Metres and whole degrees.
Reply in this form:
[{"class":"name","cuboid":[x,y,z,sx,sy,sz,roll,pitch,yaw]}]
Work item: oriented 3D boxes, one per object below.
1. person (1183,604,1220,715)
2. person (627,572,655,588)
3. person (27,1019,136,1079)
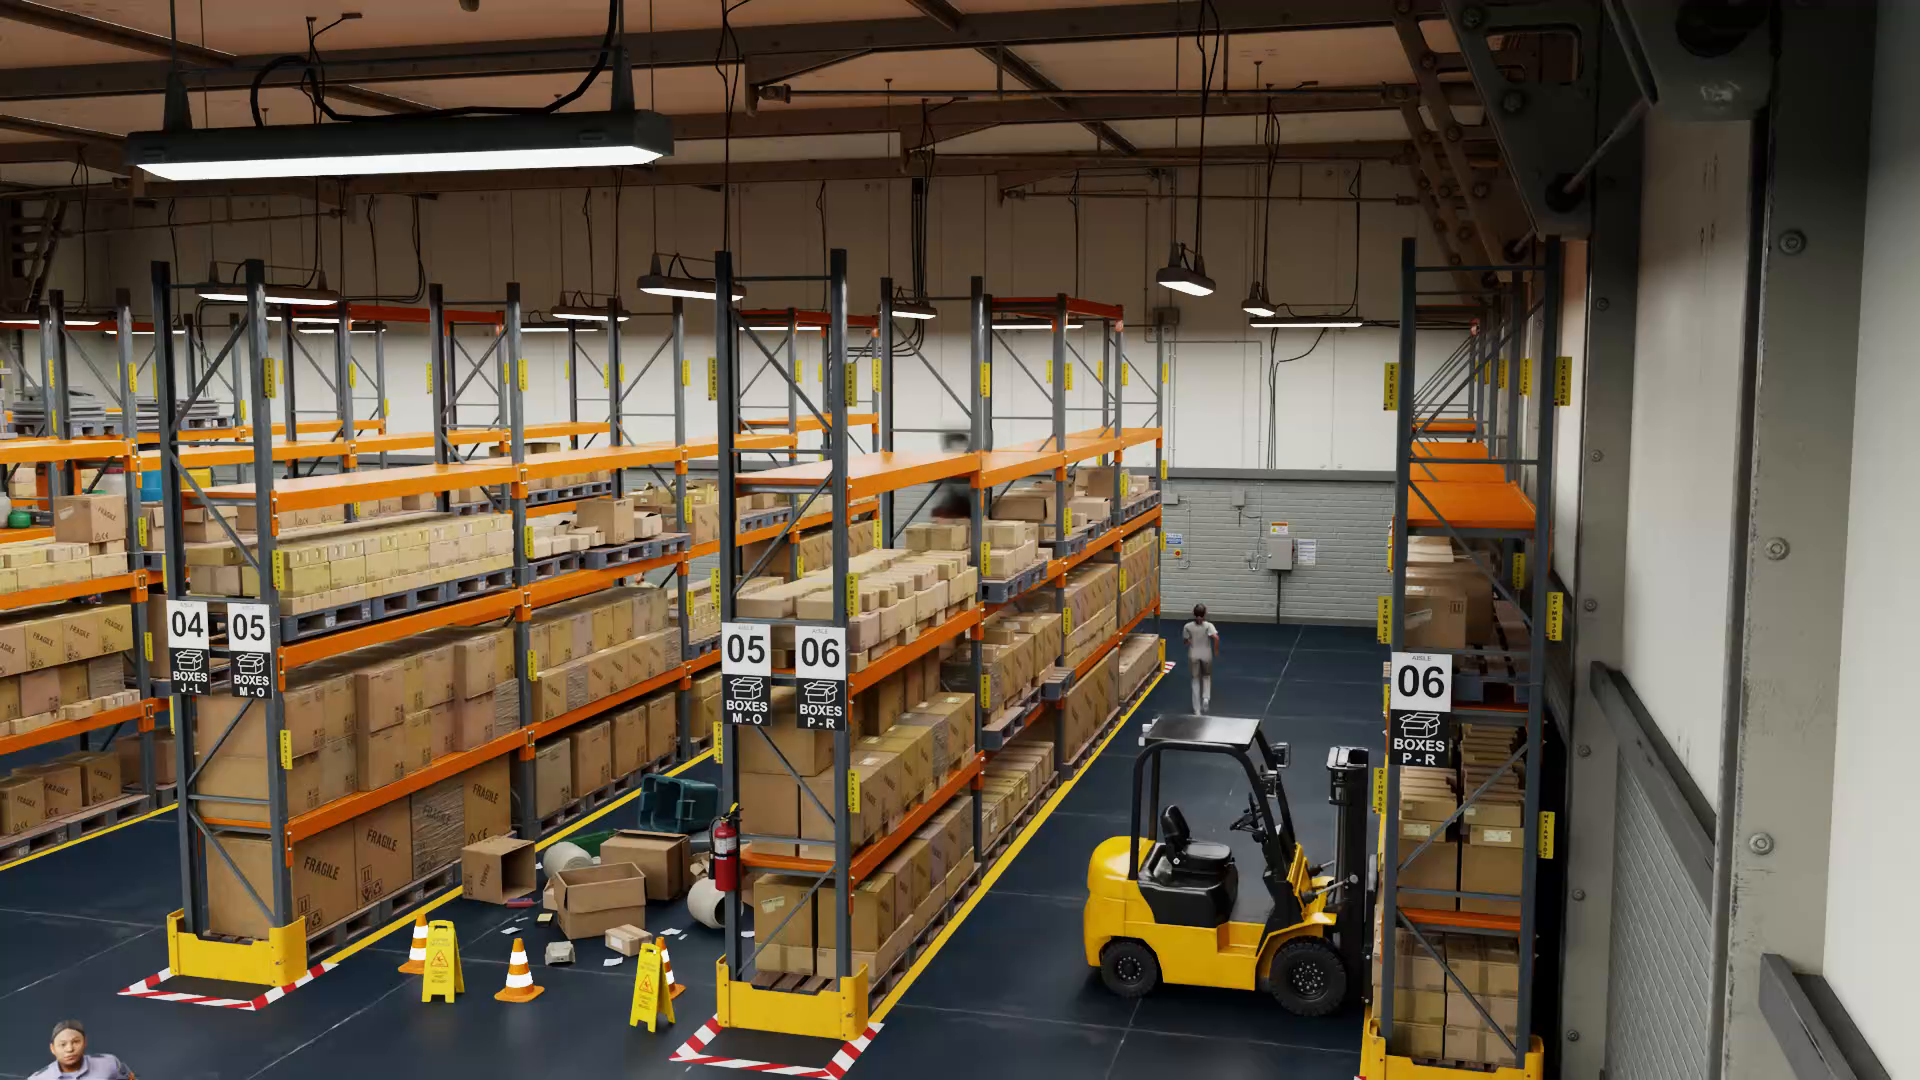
[{"class":"person","cuboid":[3.540,1.755,24.426,0.535,1.651,0.670,1,6,9]},{"class":"person","cuboid":[-5.486,1.328,28.492,0.611,1.718,0.836,1,6,7]},{"class":"person","cuboid":[-4.761,3.410,9.004,0.578,1.666,0.688,-3,7,-27]}]
